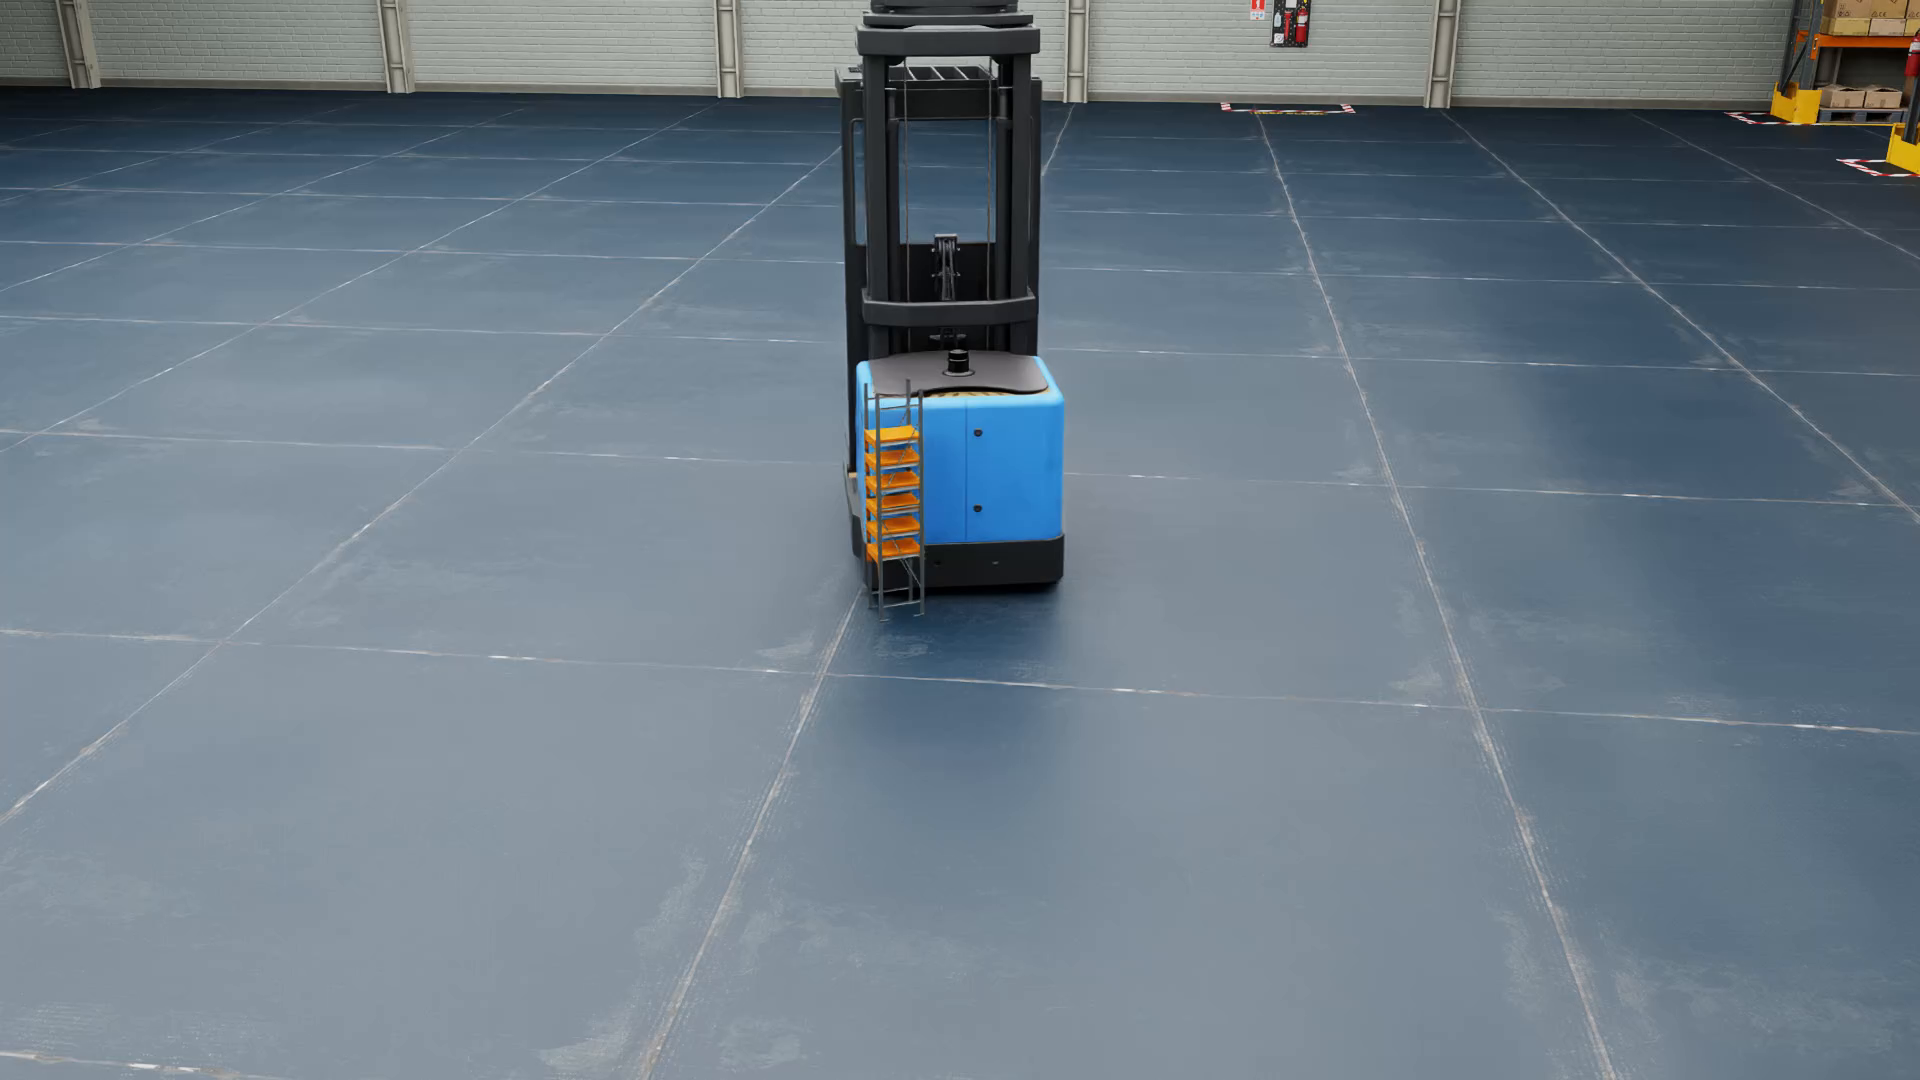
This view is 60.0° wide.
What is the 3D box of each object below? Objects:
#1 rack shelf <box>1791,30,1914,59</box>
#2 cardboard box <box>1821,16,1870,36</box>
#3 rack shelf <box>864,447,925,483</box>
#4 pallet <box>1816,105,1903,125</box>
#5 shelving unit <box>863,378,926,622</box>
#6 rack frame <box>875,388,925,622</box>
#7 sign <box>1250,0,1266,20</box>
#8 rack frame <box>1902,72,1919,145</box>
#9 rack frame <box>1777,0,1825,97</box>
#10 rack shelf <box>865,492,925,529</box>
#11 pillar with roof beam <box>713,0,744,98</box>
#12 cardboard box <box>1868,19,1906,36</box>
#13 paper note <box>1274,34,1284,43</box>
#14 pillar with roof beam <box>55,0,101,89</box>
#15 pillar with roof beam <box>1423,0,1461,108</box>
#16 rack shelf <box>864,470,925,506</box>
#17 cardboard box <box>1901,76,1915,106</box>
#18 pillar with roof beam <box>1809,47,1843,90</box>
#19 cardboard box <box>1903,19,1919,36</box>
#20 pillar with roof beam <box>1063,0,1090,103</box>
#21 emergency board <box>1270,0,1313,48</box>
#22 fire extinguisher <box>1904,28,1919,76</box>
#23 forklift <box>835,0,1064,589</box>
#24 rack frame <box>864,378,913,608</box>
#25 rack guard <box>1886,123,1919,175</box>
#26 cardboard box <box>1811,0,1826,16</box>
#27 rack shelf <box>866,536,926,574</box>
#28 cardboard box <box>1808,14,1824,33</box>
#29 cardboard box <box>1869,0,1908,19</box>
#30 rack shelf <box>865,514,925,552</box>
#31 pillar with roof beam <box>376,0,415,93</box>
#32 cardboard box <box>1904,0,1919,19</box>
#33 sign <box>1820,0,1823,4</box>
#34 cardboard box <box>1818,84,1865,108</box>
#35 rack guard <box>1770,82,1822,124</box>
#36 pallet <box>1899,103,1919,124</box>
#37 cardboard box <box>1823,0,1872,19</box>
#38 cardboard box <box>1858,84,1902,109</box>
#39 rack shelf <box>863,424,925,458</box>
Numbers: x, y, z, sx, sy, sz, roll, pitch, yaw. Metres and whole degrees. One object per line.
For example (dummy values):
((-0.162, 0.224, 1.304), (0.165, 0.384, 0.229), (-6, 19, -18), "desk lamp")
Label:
((15.074, -7.637, 25.657), (4.000, 0.370, 1.077), (2, 22, 6), "rack shelf")
((13.535, -7.861, 25.421), (0.500, 0.250, 0.500), (2, 22, 5), "cardboard box")
((-0.325, -0.372, 8.217), (0.258, 0.103, 0.180), (-8, 23, -19), "rack shelf")
((13.966, -6.710, 26.126), (1.213, 0.211, 1.003), (2, 22, 6), "pallet")
((-0.325, -0.190, 8.289), (0.258, 1.200, 0.189), (-8, 23, -19), "shelving unit")
((-0.293, -0.159, 8.209), (0.240, 1.200, 0.006), (-8, 23, -19), "rack frame")
((4.940, -8.803, 27.577), (0.234, 0.329, 0.001), (2, 22, 6), "sign")
((12.508, -6.250, 21.168), (0.127, 3.000, 1.000), (2, 22, 6), "rack frame")
((13.088, -8.059, 25.743), (0.127, 3.000, 1.000), (2, 22, 6), "rack frame")
((-0.325, -0.149, 8.305), (0.258, 0.103, 0.180), (-8, 23, -19), "rack shelf")
((-4.497, -10.341, 23.357), (0.400, 9.000, 9.100), (2, 22, 6), "pillar with roof beam")
((14.052, -7.844, 25.377), (0.500, 0.250, 0.500), (2, 22, 5), "cardboard box")
((5.309, -8.348, 27.673), (0.142, 0.148, 0.016), (2, 22, 6), "paper note")
((-16.413, -10.860, 24.670), (0.400, 9.000, 9.100), (2, 22, 6), "pillar with roof beam")
((7.420, -9.822, 22.044), (0.400, 9.000, 9.100), (2, 22, 6), "pillar with roof beam")
((-0.325, -0.260, 8.261), (0.258, 0.103, 0.180), (-8, 23, -19), "rack shelf")
((15.053, -6.963, 25.774), (0.500, 0.500, 0.700), (1, 22, 3), "cardboard box")
((13.378, -9.562, 21.387), (0.400, 9.000, 9.100), (2, 22, 6), "pillar with roof beam")
((14.557, -7.820, 25.316), (0.500, 0.250, 0.500), (2, 22, 5), "cardboard box")
((1.461, -10.081, 22.700), (0.400, 9.000, 9.100), (2, 22, 6), "pillar with roof beam")
((5.477, -8.725, 27.428), (0.643, 1.169, 0.194), (2, 22, 6), "emergency board")
((12.446, -6.388, 21.624), (0.183, 0.674, 0.296), (2, 22, 6), "fire extinguisher")
((-0.130, -1.611, 9.527), (1.130, 2.935, 3.031), (-2, 22, -6), "forklift")
((-0.357, -0.222, 8.369), (0.240, 1.200, 0.006), (-8, 23, -19), "rack frame")
((12.485, -5.088, 21.630), (0.348, 0.500, 1.175), (2, 22, 6), "rack guard")
((13.581, -8.404, 25.774), (0.500, 0.500, 0.500), (2, 22, 6), "cardboard box")
((-0.325, 0.074, 8.394), (0.258, 0.103, 0.180), (-8, 23, -19), "rack shelf")
((13.575, -8.049, 25.895), (0.500, 0.250, 0.500), (3, 22, 7), "cardboard box")
((14.016, -8.191, 25.236), (0.500, 0.500, 0.500), (3, 22, 6), "cardboard box")
((-0.325, -0.037, 8.349), (0.258, 0.103, 0.180), (-8, 23, -19), "rack shelf")
((-10.455, -10.601, 24.014), (0.400, 9.000, 9.100), (2, 22, 6), "pillar with roof beam")
((14.528, -8.167, 25.174), (0.500, 0.500, 0.500), (2, 22, 5), "cardboard box")
((13.024, -8.263, 25.083), (0.005, 0.325, 0.100), (2, 22, 6), "sign")
((13.764, -6.950, 25.998), (0.500, 0.311, 0.500), (0, 22, 0), "cardboard box")
((13.163, -6.893, 26.195), (0.348, 0.500, 1.175), (2, 22, 6), "rack guard")
((15.174, -6.657, 25.990), (1.213, 0.211, 1.003), (2, 22, 6), "pallet")
((13.526, -8.216, 25.300), (0.500, 0.500, 0.500), (3, 22, 6), "cardboard box")
((14.330, -6.925, 25.936), (0.500, 0.311, 0.500), (4, 22, 11), "cardboard box")
((-0.325, -0.484, 8.173), (0.258, 0.103, 0.180), (-8, 23, -19), "rack shelf")
